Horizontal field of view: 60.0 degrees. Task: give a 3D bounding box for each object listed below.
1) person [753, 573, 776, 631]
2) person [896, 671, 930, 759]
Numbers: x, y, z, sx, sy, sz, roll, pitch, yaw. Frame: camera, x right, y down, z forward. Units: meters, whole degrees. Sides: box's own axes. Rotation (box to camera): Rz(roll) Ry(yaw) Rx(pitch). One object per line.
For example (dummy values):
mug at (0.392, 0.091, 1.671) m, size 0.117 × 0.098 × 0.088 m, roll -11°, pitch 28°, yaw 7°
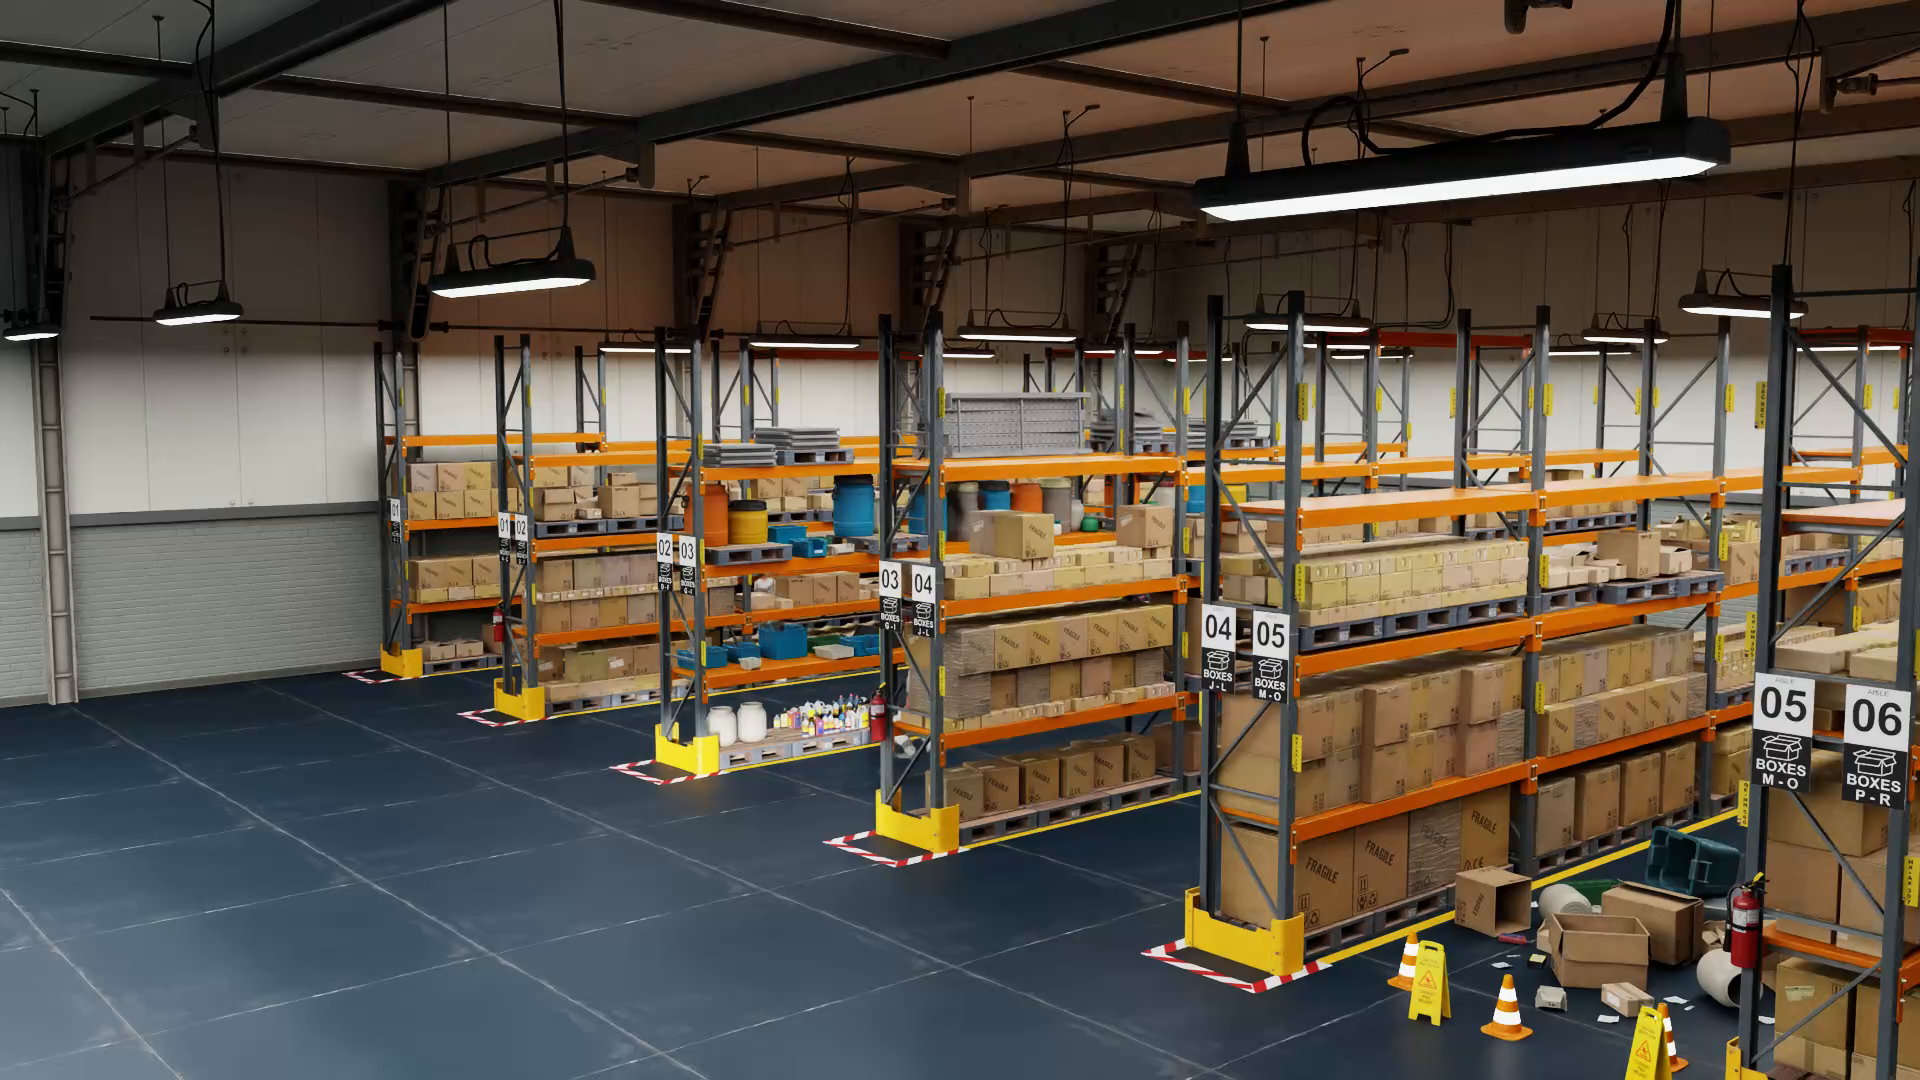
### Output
person at (-3.900, 1.339, 33.052) m, size 0.471 × 1.682 × 0.471 m, roll 3°, pitch 6°, yaw 26°
person at (-0.506, 2.259, 21.990) m, size 0.519 × 1.780 × 0.641 m, roll 3°, pitch 6°, yaw 32°
